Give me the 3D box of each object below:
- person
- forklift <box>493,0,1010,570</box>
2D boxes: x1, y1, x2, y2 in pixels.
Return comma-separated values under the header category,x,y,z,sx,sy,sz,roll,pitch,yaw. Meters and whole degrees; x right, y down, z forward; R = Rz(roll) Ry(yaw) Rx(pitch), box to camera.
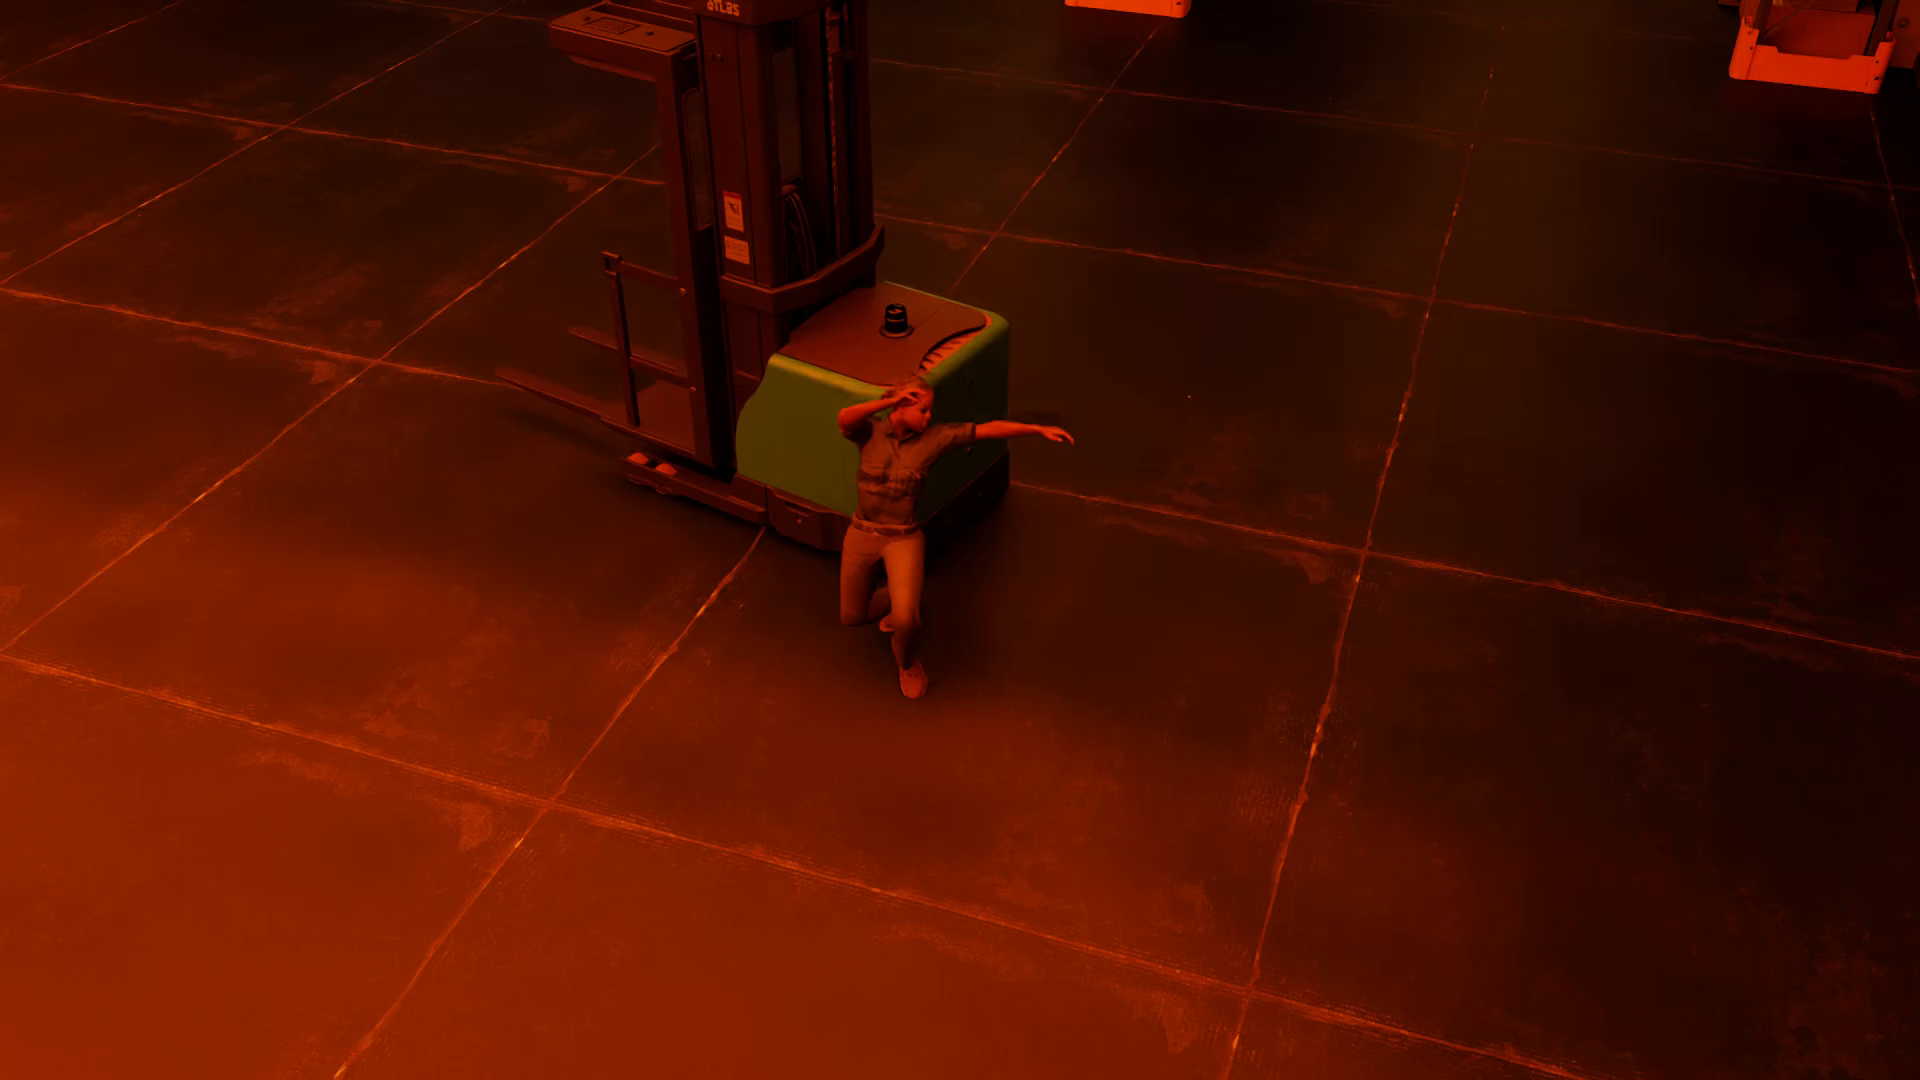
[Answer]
category,x,y,z,sx,sy,sz,roll,pitch,yaw
person,-0.046,-0.016,7.406,1.016,1.512,0.798,6,36,8
forklift,-1.252,-1.675,8.474,3.031,2.935,1.130,20,40,26
